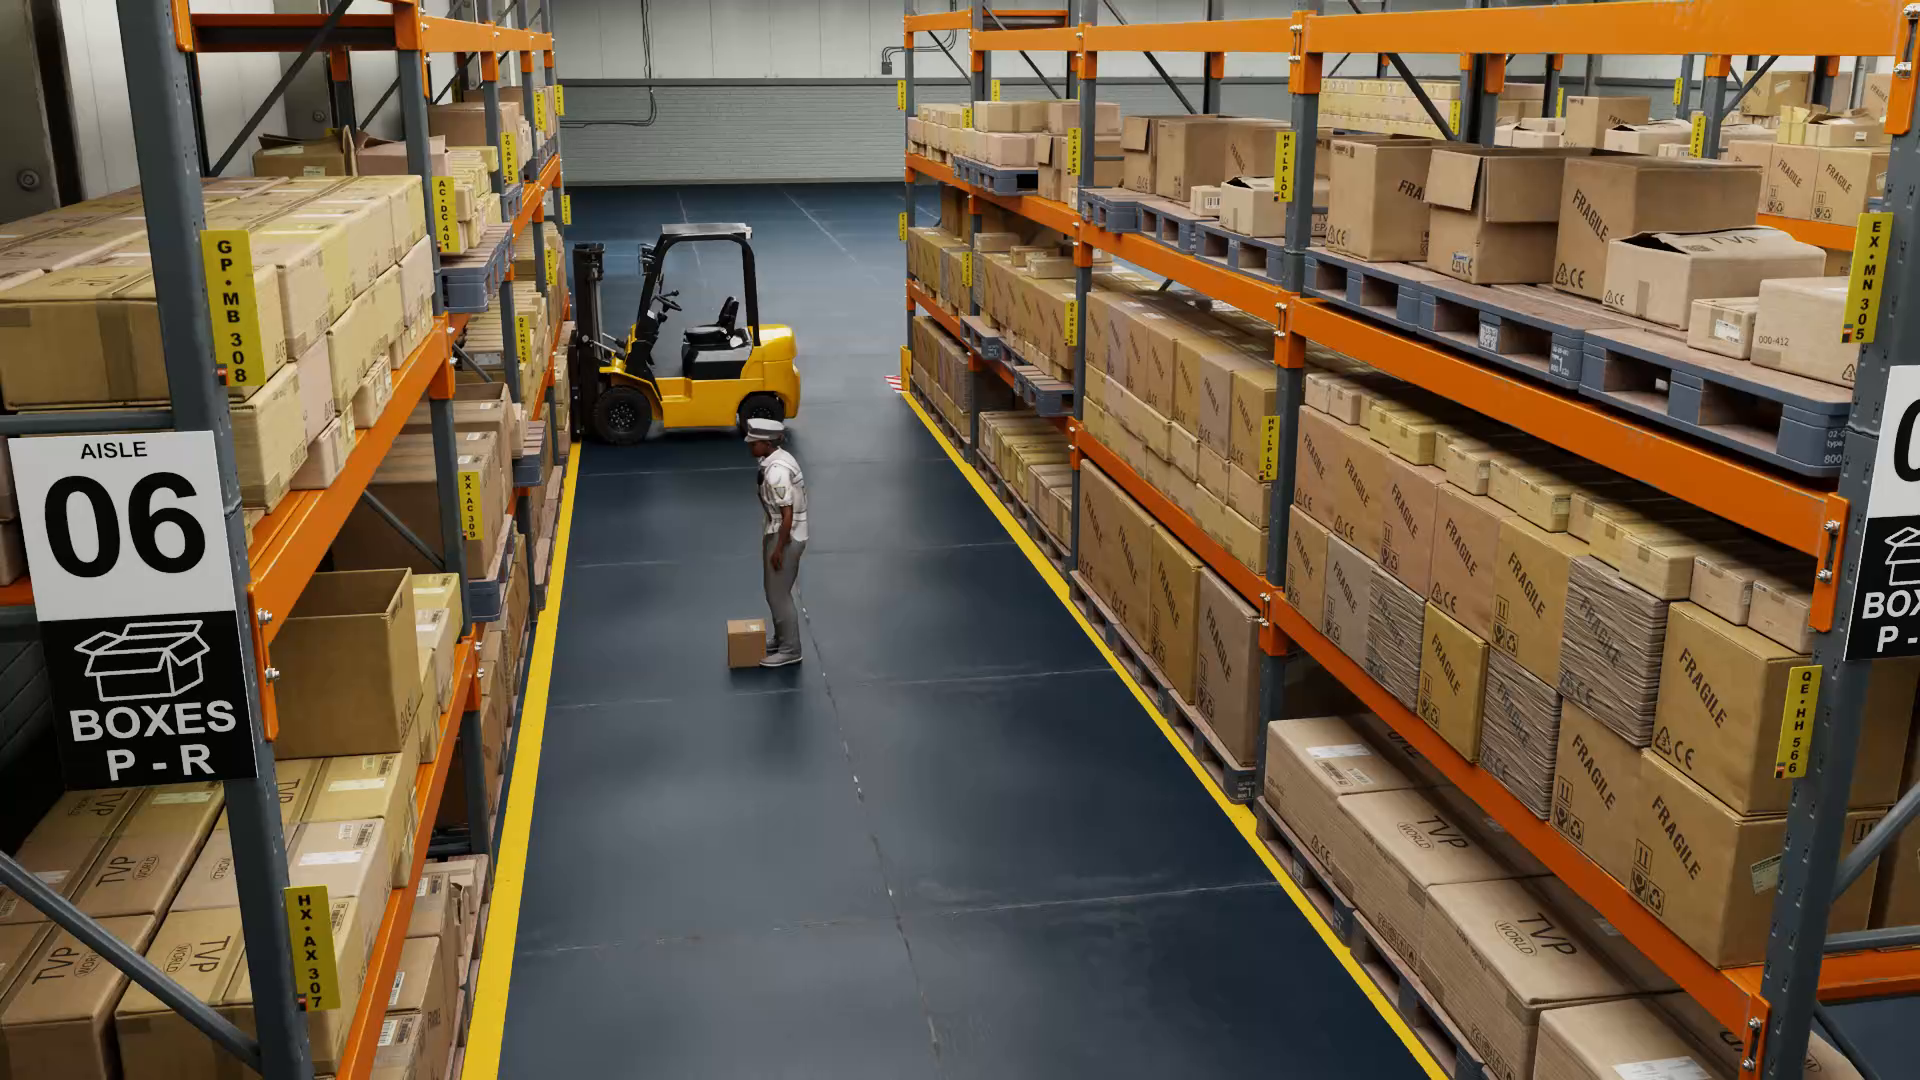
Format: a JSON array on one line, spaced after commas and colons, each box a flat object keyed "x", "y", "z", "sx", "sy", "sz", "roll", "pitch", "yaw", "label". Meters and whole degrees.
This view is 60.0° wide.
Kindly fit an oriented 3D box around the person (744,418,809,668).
[{"x": -1.208, "y": 0.004, "z": 11.026, "sx": 0.398, "sy": 1.659, "sz": 0.521, "roll": -4, "pitch": 17, "yaw": -12, "label": "person"}]
